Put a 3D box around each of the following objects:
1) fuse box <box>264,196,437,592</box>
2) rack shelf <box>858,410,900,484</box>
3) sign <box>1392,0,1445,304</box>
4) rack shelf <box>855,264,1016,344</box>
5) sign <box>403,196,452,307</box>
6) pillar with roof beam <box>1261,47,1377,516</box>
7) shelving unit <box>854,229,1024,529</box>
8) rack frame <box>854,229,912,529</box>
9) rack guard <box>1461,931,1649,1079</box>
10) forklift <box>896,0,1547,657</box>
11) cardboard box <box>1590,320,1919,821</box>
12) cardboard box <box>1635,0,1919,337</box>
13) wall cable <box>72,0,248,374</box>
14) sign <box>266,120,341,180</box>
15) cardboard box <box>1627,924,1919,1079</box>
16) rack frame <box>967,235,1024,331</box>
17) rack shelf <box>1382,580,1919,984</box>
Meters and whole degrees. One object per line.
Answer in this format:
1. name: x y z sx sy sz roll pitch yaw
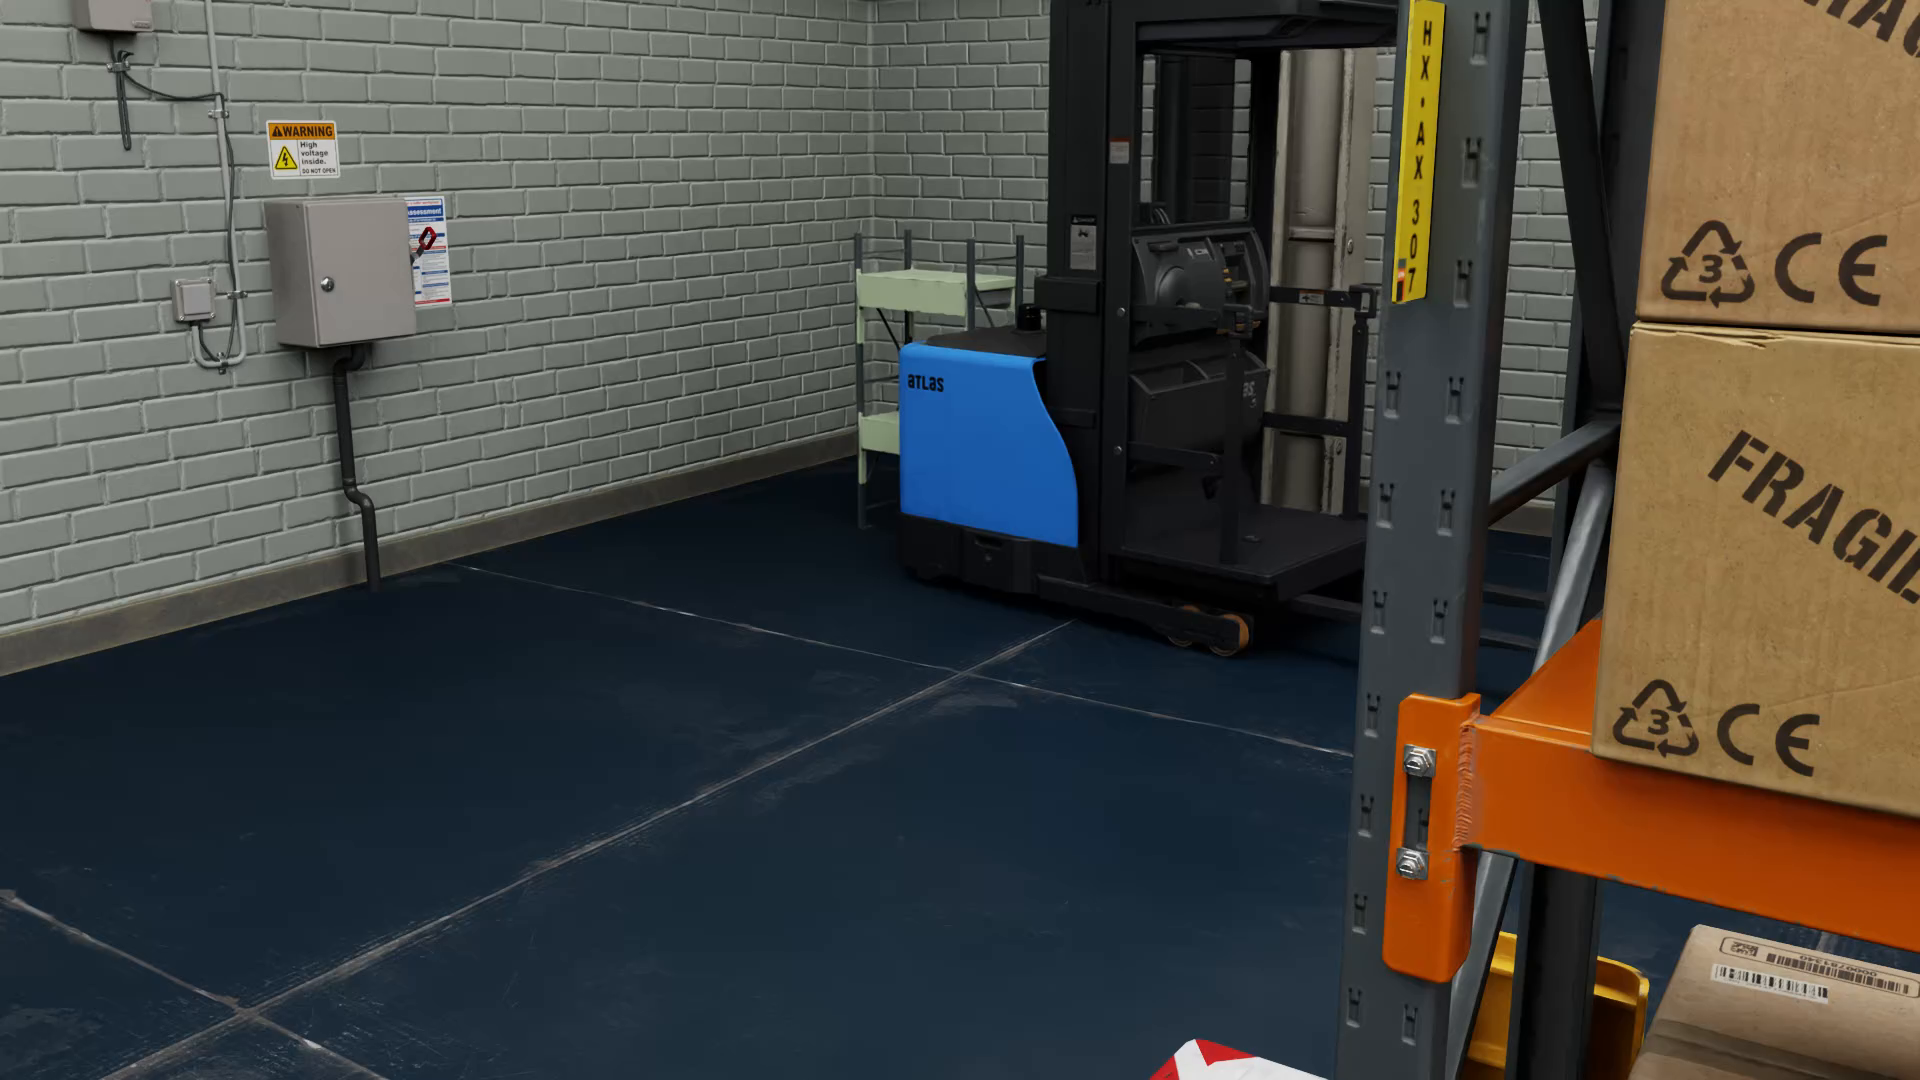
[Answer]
1. fuse box: -2.572 -0.608 7.219 0.414 1.711 0.539 9 17 33
2. rack shelf: -0.108 -0.447 8.366 0.720 0.370 0.431 12 18 39
3. sign: 0.512 -0.431 1.857 0.005 0.325 0.100 9 17 33
4. rack shelf: -0.108 -1.143 8.193 0.720 0.370 0.431 12 18 39
5. sign: -2.468 -1.314 7.585 0.001 0.494 0.329 9 17 33
6. pillar with roof beam: -0.543 -3.668 4.413 0.400 9.000 9.100 9 17 33
7. shelving unit: -0.108 -0.764 8.287 0.755 1.500 0.431 12 18 39
8. rack frame: -0.385 -0.821 8.519 0.023 1.500 0.400 12 18 39
9. rack guard: 0.807 1.127 2.728 0.348 0.500 1.175 9 17 33
10. forklift: 1.158 -1.111 6.710 3.031 2.935 1.130 12 18 39
11. cardboard box: 1.065 -0.010 1.911 0.500 0.500 0.500 9 17 32
12. cardboard box: 1.066 -0.495 1.793 0.500 0.500 0.500 9 16 32
13. wall cable: -3.083 -1.612 6.477 0.122 1.984 0.588 9 17 33
14. sign: -2.775 -1.651 7.032 0.001 0.242 0.339 9 17 33
15. cardboard box: 1.430 1.026 2.395 0.875 0.438 0.875 9 16 31
16. rack frame: 0.170 -0.706 8.056 0.023 1.500 0.400 12 18 39
17. rack shelf: 2.486 0.535 1.418 4.000 0.370 1.077 9 17 33
